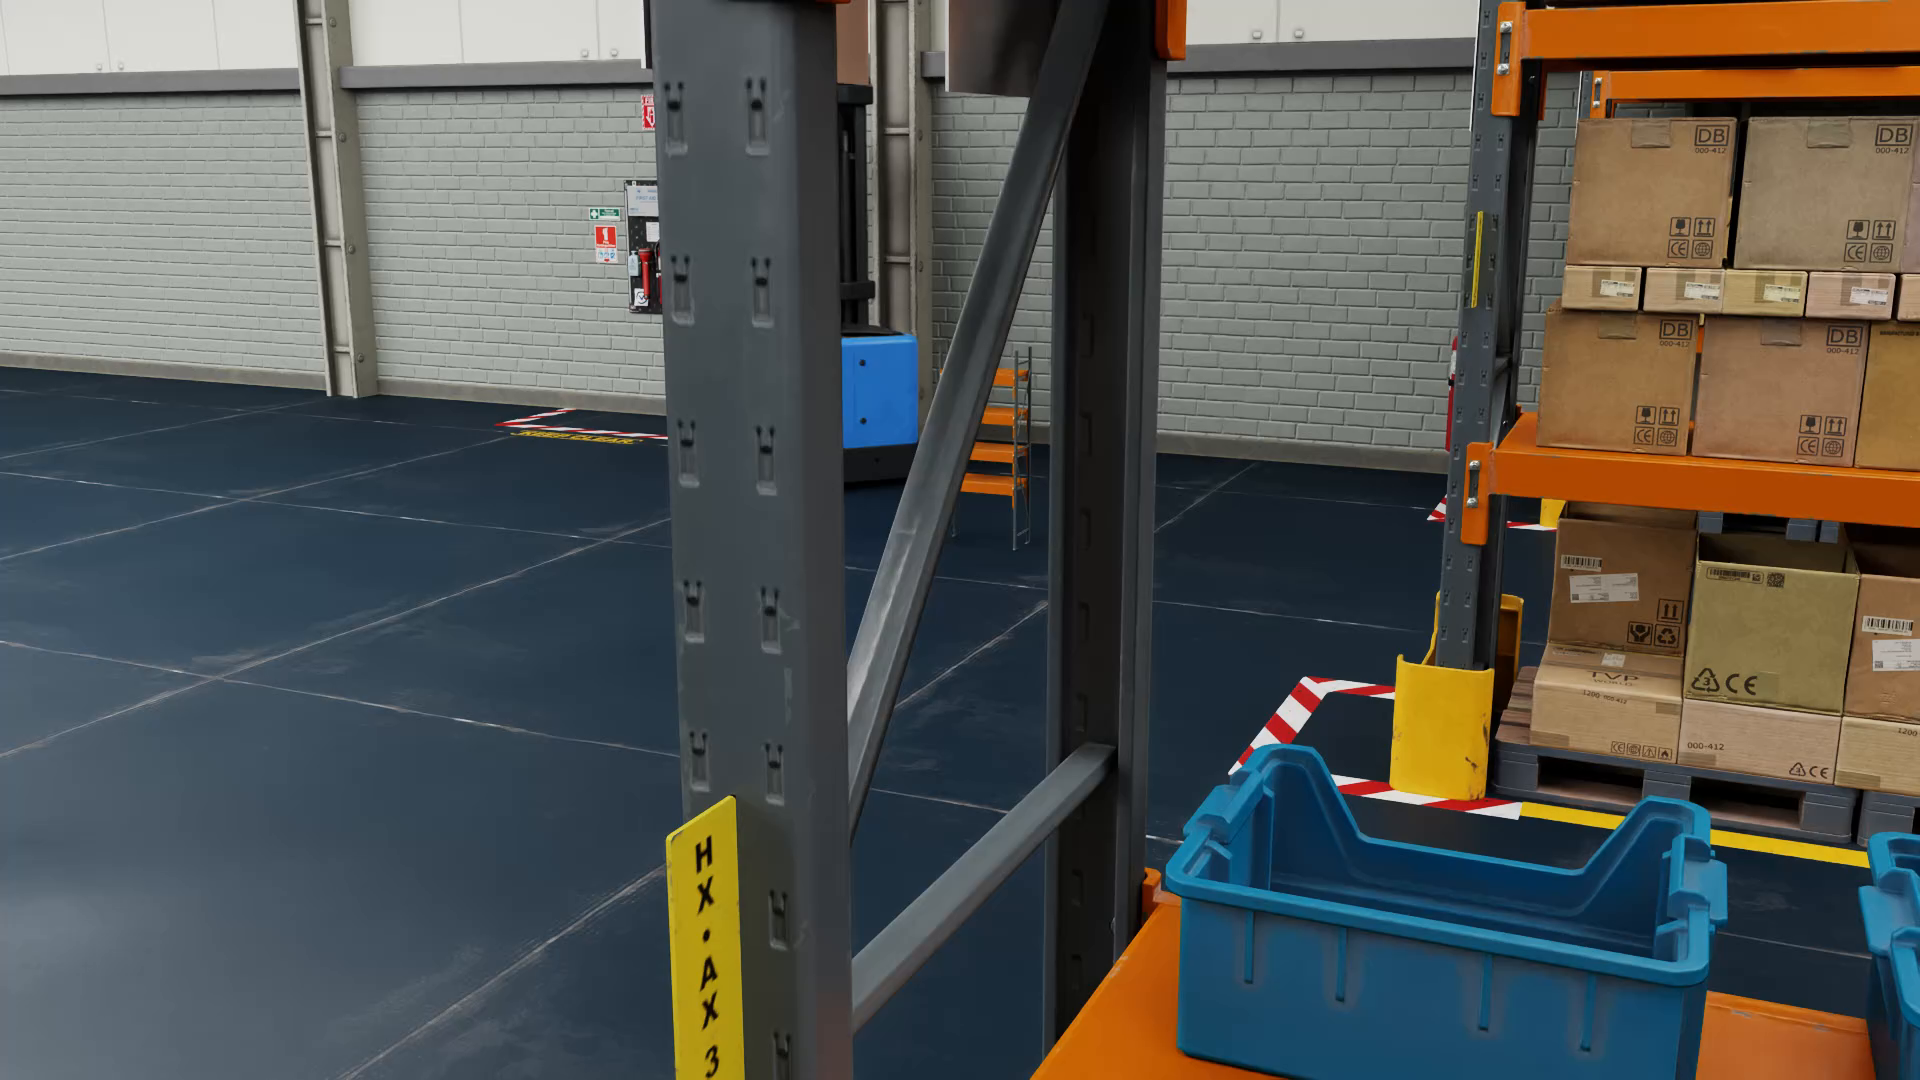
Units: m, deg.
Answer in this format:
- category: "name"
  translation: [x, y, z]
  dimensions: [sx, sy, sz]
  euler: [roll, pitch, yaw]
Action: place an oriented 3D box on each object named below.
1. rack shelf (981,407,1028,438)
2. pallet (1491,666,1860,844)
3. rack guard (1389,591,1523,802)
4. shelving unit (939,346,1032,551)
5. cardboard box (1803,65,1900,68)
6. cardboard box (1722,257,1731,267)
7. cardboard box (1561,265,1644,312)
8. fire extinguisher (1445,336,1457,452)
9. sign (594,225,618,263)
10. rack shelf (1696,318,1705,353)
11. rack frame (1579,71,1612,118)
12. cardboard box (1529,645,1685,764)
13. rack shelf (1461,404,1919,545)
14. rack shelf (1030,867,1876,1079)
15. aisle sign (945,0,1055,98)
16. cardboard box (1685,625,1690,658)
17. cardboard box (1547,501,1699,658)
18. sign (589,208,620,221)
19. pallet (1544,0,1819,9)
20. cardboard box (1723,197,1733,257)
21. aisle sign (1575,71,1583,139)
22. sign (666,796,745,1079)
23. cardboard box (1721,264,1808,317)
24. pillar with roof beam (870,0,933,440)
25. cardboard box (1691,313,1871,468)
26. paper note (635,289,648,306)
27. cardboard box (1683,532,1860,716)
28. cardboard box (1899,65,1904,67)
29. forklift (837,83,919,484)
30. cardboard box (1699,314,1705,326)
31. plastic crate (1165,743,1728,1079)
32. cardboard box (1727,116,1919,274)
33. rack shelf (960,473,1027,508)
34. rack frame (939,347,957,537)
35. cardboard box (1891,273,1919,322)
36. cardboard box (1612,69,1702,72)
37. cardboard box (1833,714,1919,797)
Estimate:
- category: "rack shelf"
  translation: [0.151, -0.721, 10.017]
  dimensions: [0.480, 0.148, 0.258]
  euler: [6, 14, 23]
- category: "pallet"
  translation: [2.737, 0.794, 6.408]
  dimensions: [1.213, 0.211, 1.003]
  euler: [6, 14, 23]
- category: "rack guard"
  translation: [1.999, 0.589, 6.649]
  dimensions: [0.348, 0.500, 1.175]
  euler: [6, 14, 23]
- category: "shelving unit"
  translation: [0.151, -0.569, 10.052]
  dimensions: [0.503, 1.200, 0.258]
  euler: [6, 14, 23]
- category: "cardboard box"
  translation: [5.181, -2.992, 9.609]
  dimensions: [0.500, 0.500, 0.500]
  euler: [7, 15, 26]
- category: "cardboard box"
  translation: [2.921, -0.947, 6.085]
  dimensions: [0.250, 0.149, 0.380]
  euler: [6, 14, 22]
- category: "cardboard box"
  translation: [2.292, -0.909, 5.922]
  dimensions: [0.250, 0.149, 0.380]
  euler: [6, 14, 23]
- category: "fire extinguisher"
  translation: [2.101, -0.696, 6.823]
  dimensions: [0.183, 0.674, 0.296]
  euler: [6, 14, 23]
- category: "sign"
  translation: [-3.180, -2.658, 14.939]
  dimensions: [0.234, 0.329, 0.001]
  euler: [6, 14, 23]
- category: "rack shelf"
  translation: [5.852, -1.125, 10.059]
  dimensions: [4.000, 0.370, 1.077]
  euler: [6, 14, 23]
- category: "rack frame"
  translation: [4.024, -1.660, 10.765]
  dimensions: [0.127, 3.000, 1.000]
  euler: [6, 14, 23]
- category: "cardboard box"
  translation: [2.421, 0.605, 6.211]
  dimensions: [0.500, 0.250, 0.500]
  euler: [6, 14, 23]
- category: "rack shelf"
  translation: [3.849, -0.090, 5.648]
  dimensions: [4.000, 0.370, 1.077]
  euler: [6, 14, 23]
- category: "rack shelf"
  translation: [1.839, 0.944, 1.240]
  dimensions: [4.000, 0.370, 1.077]
  euler: [6, 14, 23]
- category: "aisle sign"
  translation: [0.065, -0.926, 1.942]
  dimensions: [0.004, 0.787, 0.394]
  euler: [6, 14, 23]
- category: "cardboard box"
  translation: [3.093, 0.540, 6.485]
  dimensions: [0.500, 0.250, 0.500]
  euler: [6, 14, 23]
- category: "cardboard box"
  translation: [2.631, 0.131, 6.588]
  dimensions: [0.500, 0.500, 0.500]
  euler: [6, 14, 23]
- category: "sign"
  translation: [-3.179, -2.914, 14.869]
  dimensions: [0.331, 0.109, 0.001]
  euler: [6, 14, 23]
- category: "pallet"
  translation: [2.656, -1.972, 5.720]
  dimensions: [1.213, 0.211, 1.003]
  euler: [6, 14, 23]
- category: "cardboard box"
  translation: [4.786, -1.807, 10.035]
  dimensions: [0.500, 0.500, 0.500]
  euler: [6, 14, 23]
- category: "aisle sign"
  translation: [3.836, -2.870, 10.229]
  dimensions: [0.004, 0.787, 0.394]
  euler: [6, 14, 23]
- category: "sign"
  translation: [-0.216, 0.389, 1.427]
  dimensions: [0.005, 0.325, 0.100]
  euler: [6, 14, 23]
- category: "cardboard box"
  translation: [2.762, -0.861, 5.721]
  dimensions: [0.250, 0.149, 0.380]
  euler: [6, 14, 23]
- category: "pillar with roof beam"
  translation: [-2.216, -4.353, 9.108]
  dimensions: [0.400, 9.000, 9.100]
  euler: [6, 14, 23]
- category: "cardboard box"
  translation: [2.924, -0.581, 5.944]
  dimensions: [0.500, 0.500, 0.700]
  euler: [6, 15, 25]
- category: "paper note"
  translation: [-2.850, -2.170, 14.865]
  dimensions: [0.142, 0.148, 0.016]
  euler: [6, 14, 23]
- category: "cardboard box"
  translation: [2.879, 0.286, 5.930]
  dimensions: [0.500, 0.500, 0.500]
  euler: [6, 14, 23]
- category: "cardboard box"
  translation: [5.434, -3.103, 10.083]
  dimensions: [0.500, 0.500, 0.500]
  euler: [5, 14, 21]
- category: "forklift"
  translation: [-1.341, -2.082, 12.710]
  dimensions: [1.130, 2.935, 3.031]
  euler: [-6, 14, -23]
- category: "cardboard box"
  translation: [4.341, -1.486, 10.305]
  dimensions: [0.500, 0.250, 0.500]
  euler: [5, 14, 22]
- category: "plastic crate"
  translation: [0.590, 0.465, 2.032]
  dimensions: [0.616, 0.251, 0.499]
  euler: [6, 14, 23]
- category: "cardboard box"
  translation: [2.974, -1.207, 5.776]
  dimensions: [0.500, 0.500, 0.700]
  euler: [5, 14, 22]
- category: "rack shelf"
  translation: [0.151, -0.310, 10.113]
  dimensions: [0.480, 0.148, 0.258]
  euler: [6, 14, 23]
- category: "rack frame"
  translation: [-0.072, -0.591, 10.149]
  dimensions: [0.015, 1.200, 0.240]
  euler: [6, 14, 23]
- category: "cardboard box"
  translation: [3.237, -0.813, 5.517]
  dimensions: [0.250, 0.149, 0.380]
  euler: [5, 14, 21]
- category: "cardboard box"
  translation: [4.228, -3.096, 10.054]
  dimensions: [0.500, 0.500, 0.500]
  euler: [6, 15, 25]
- category: "cardboard box"
  translation: [3.336, 0.697, 5.819]
  dimensions: [0.500, 0.250, 0.500]
  euler: [6, 14, 23]
